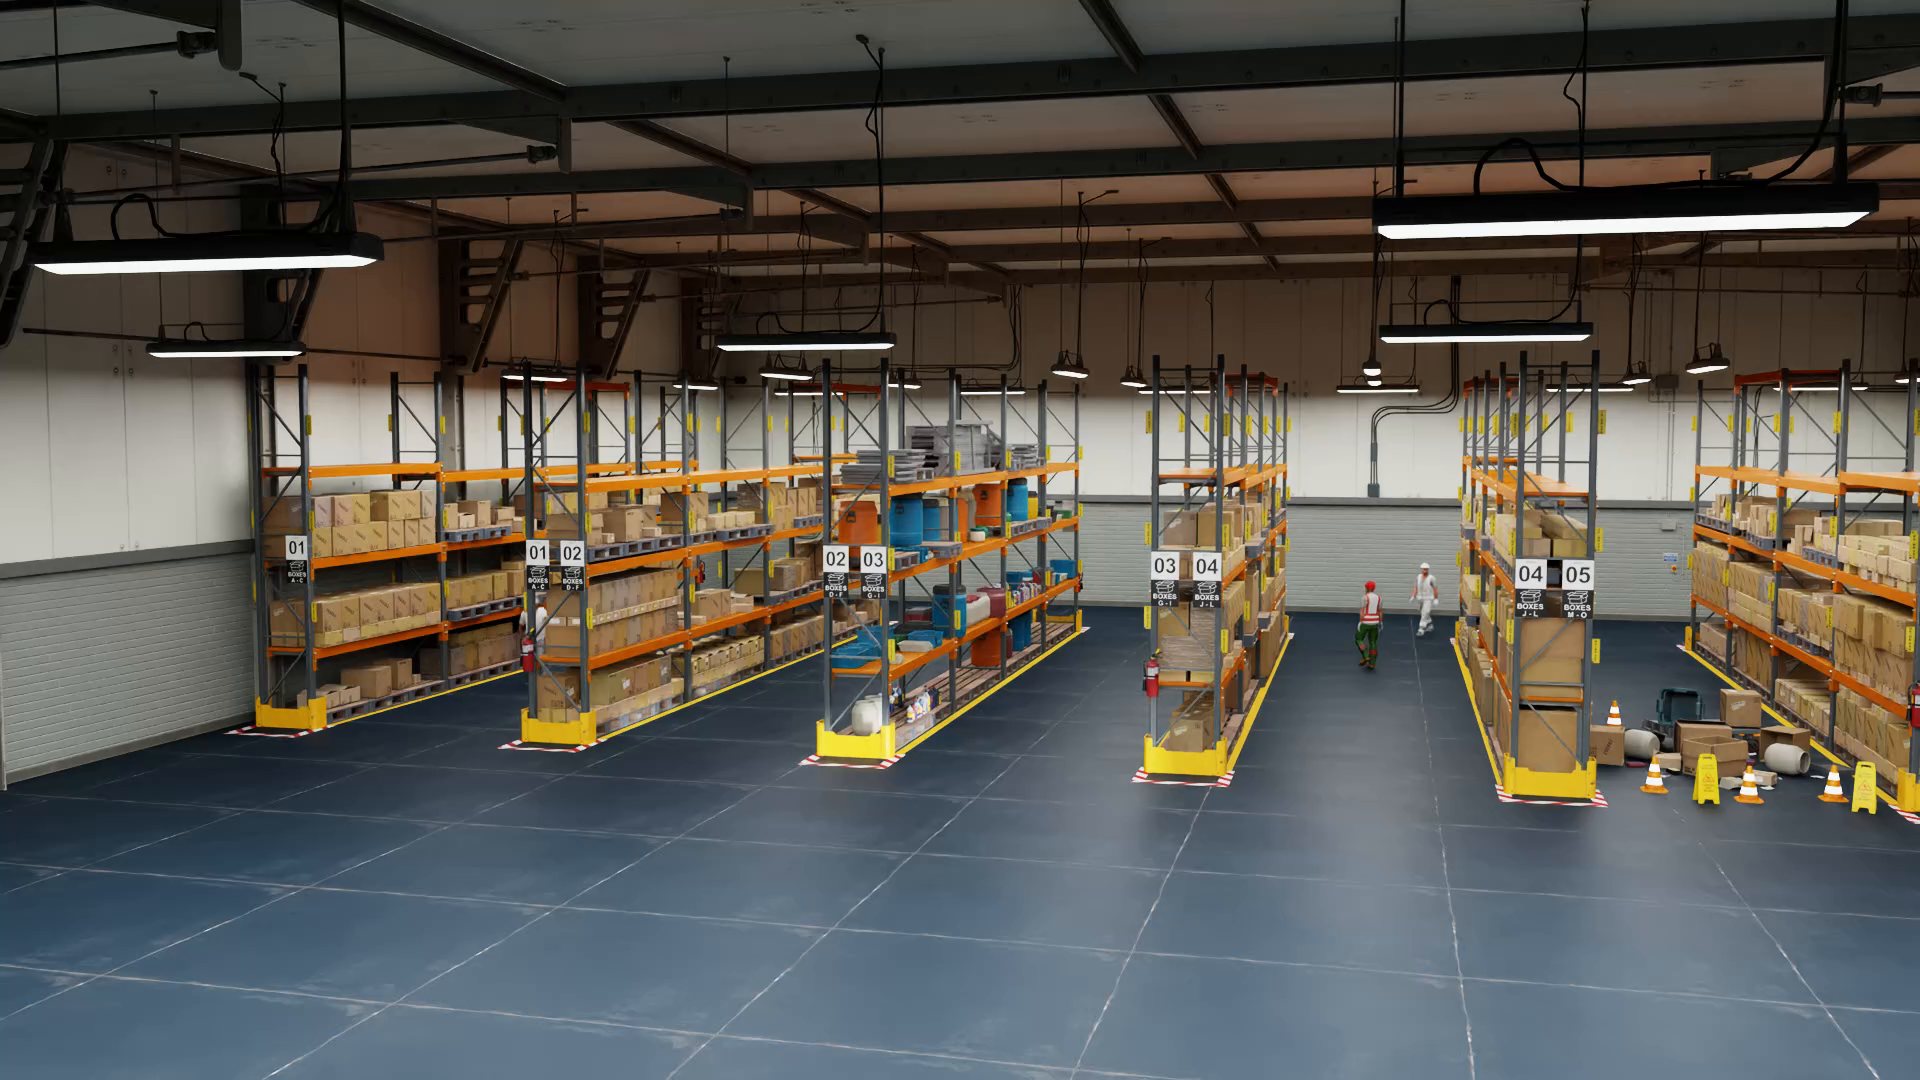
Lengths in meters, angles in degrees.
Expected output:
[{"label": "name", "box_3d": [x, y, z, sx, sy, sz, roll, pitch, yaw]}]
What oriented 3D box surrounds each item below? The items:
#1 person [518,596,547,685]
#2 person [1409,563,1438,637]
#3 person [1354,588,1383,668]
[{"label": "person", "box_3d": [-8.221, 1.917, 32.231, 0.659, 1.743, 0.656, 0, 4, -1]}, {"label": "person", "box_3d": [11.008, 1.408, 39.373, 0.577, 1.733, 1.133, 4, 5, 44]}, {"label": "person", "box_3d": [8.474, 1.763, 34.366, 0.602, 1.743, 0.467, -1, 4, -19]}]
